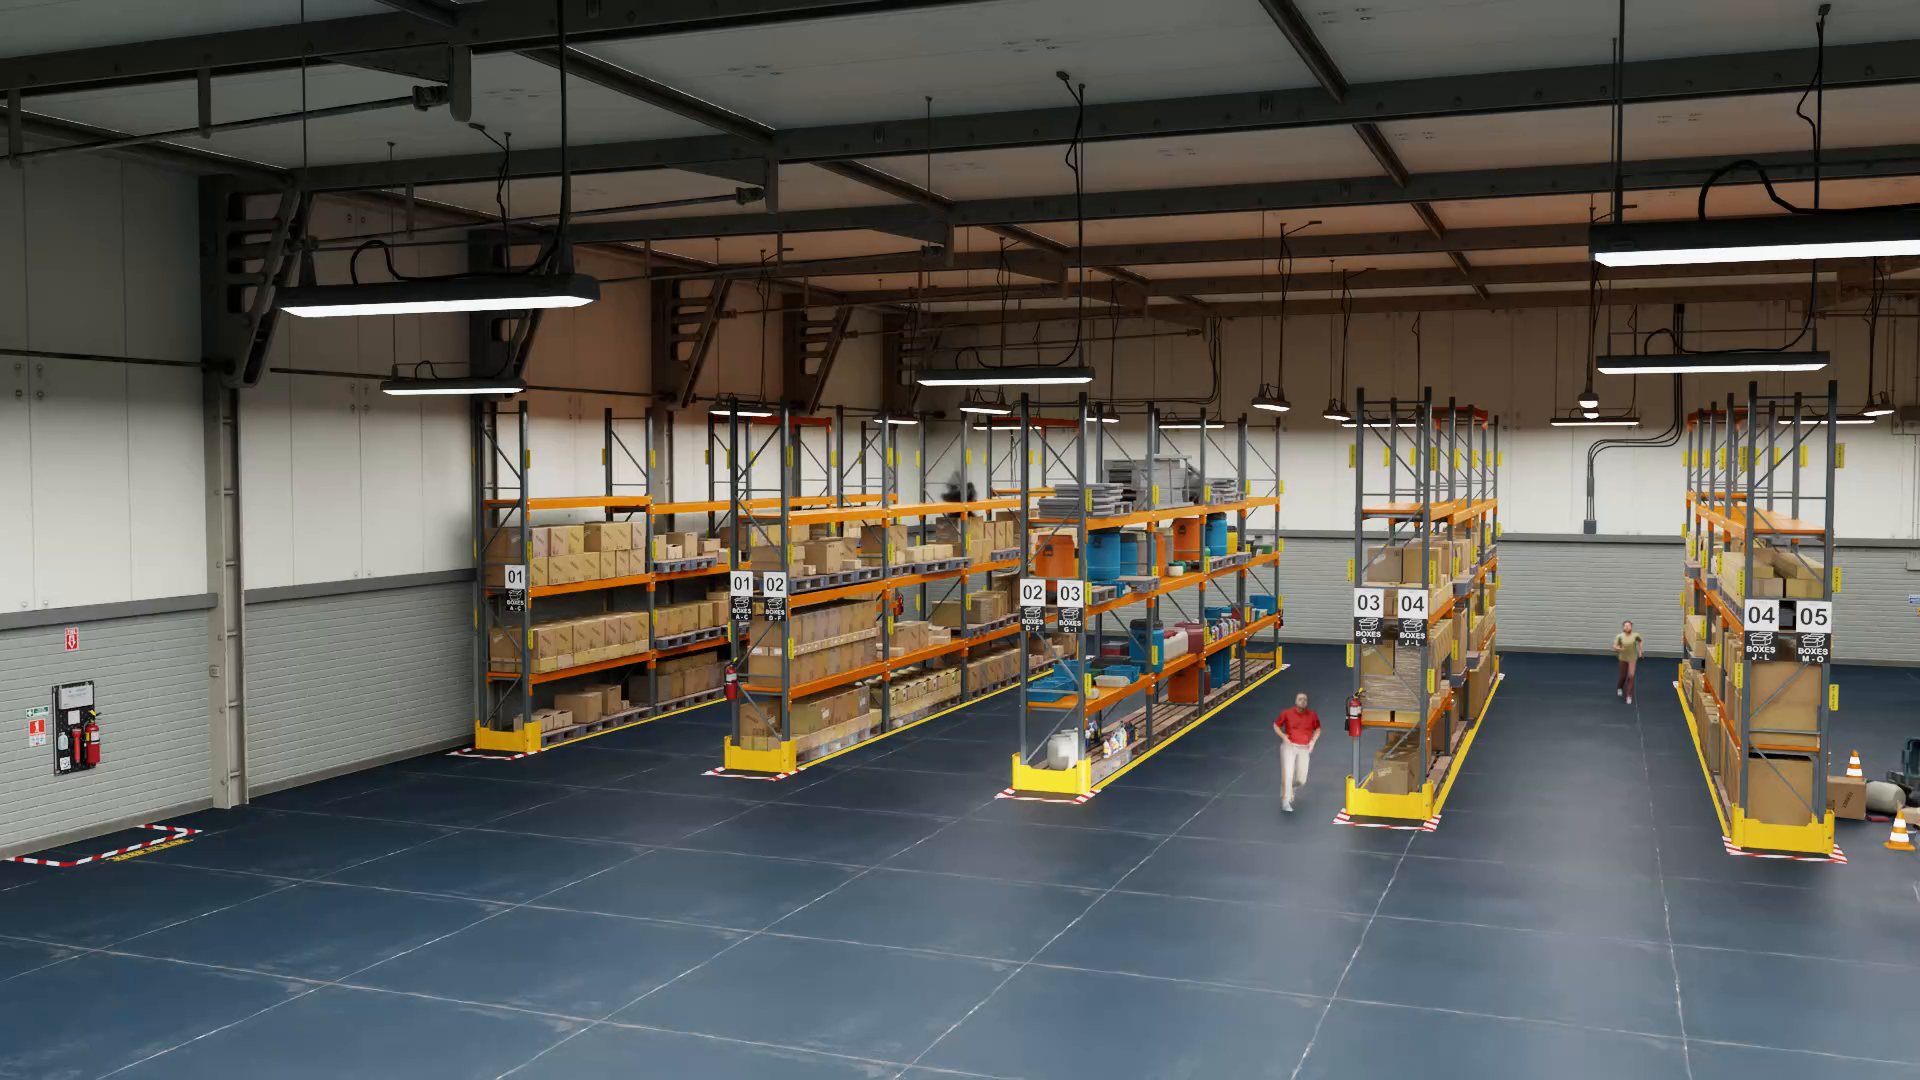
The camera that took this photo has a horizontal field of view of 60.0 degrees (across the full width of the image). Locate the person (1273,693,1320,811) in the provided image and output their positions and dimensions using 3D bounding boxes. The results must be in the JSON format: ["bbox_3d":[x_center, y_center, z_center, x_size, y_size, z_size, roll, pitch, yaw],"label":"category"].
[{"bbox_3d":[4.833,3.020,23.824,0.690,1.680,0.654,0,3,3],"label":"person"}]

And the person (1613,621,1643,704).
[{"bbox_3d":[13.789,2.496,34.346,0.585,1.681,0.967,1,3,21],"label":"person"}]
